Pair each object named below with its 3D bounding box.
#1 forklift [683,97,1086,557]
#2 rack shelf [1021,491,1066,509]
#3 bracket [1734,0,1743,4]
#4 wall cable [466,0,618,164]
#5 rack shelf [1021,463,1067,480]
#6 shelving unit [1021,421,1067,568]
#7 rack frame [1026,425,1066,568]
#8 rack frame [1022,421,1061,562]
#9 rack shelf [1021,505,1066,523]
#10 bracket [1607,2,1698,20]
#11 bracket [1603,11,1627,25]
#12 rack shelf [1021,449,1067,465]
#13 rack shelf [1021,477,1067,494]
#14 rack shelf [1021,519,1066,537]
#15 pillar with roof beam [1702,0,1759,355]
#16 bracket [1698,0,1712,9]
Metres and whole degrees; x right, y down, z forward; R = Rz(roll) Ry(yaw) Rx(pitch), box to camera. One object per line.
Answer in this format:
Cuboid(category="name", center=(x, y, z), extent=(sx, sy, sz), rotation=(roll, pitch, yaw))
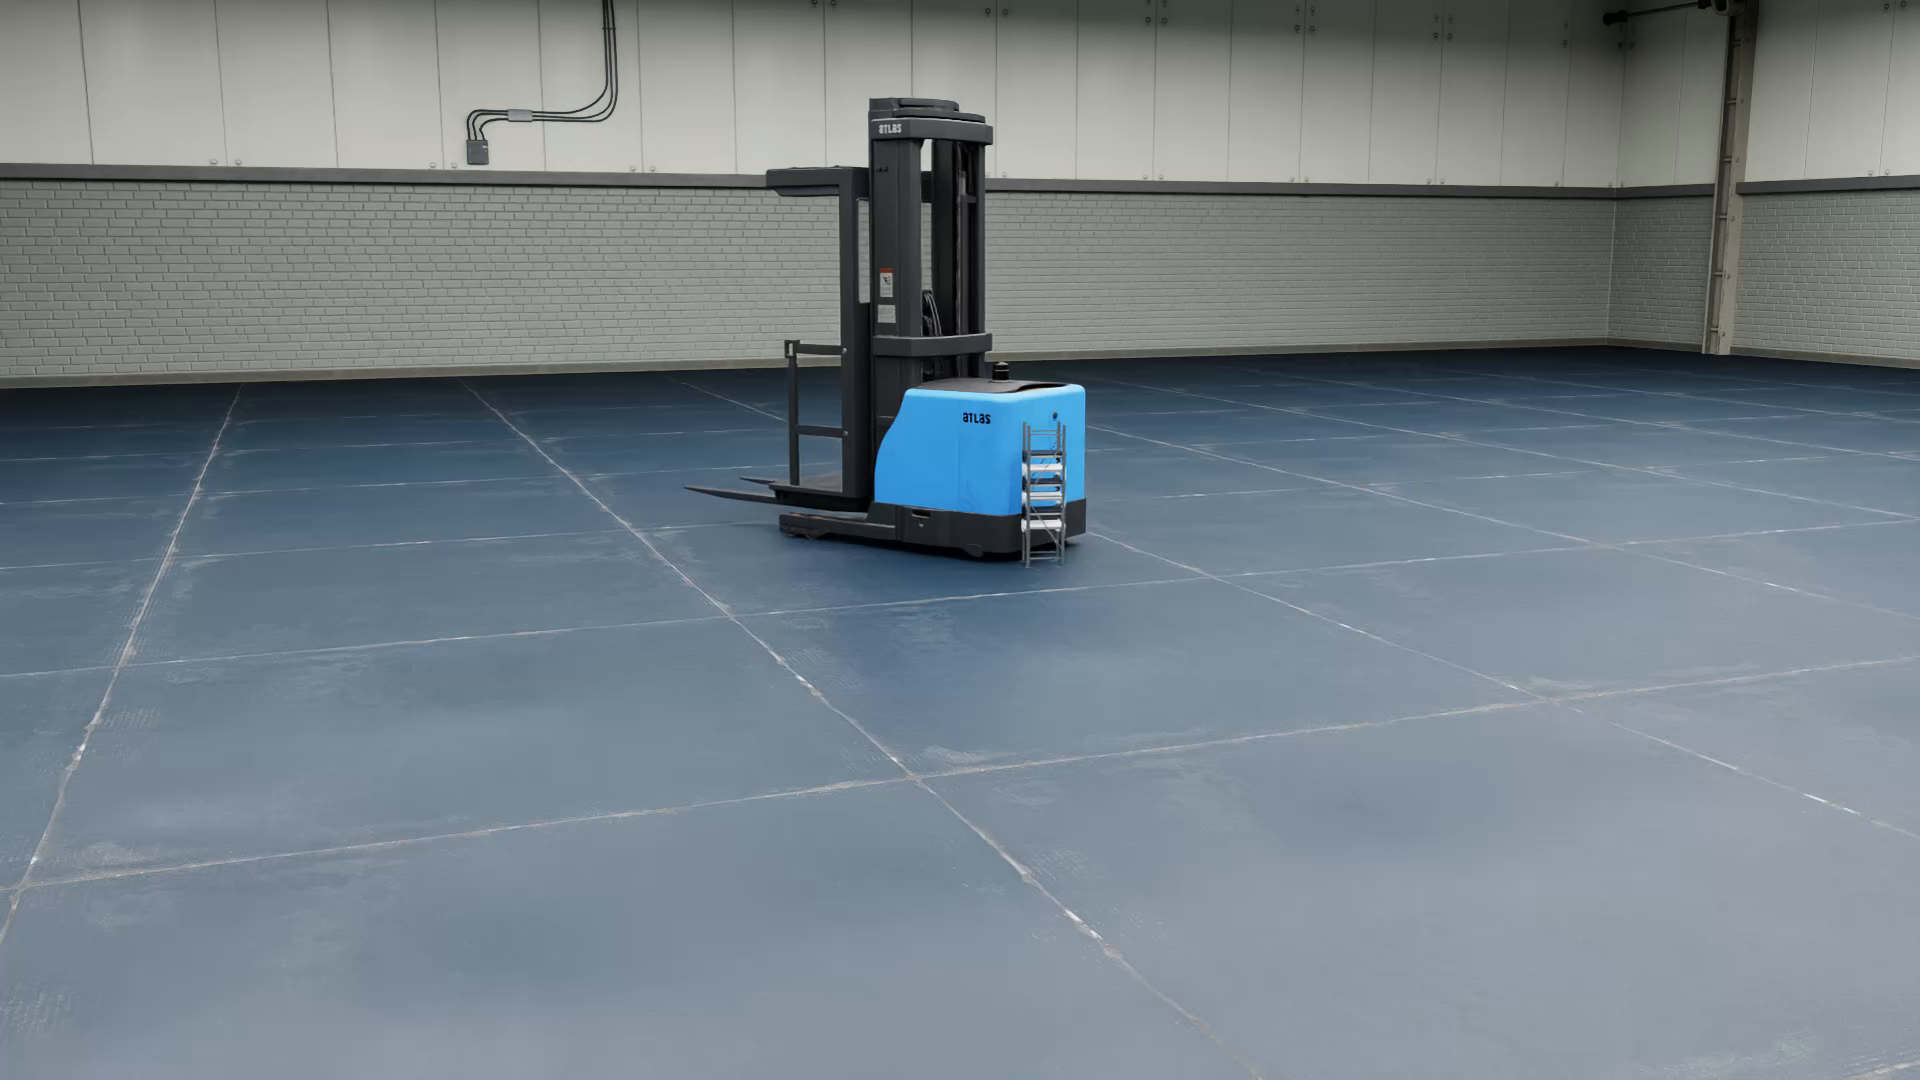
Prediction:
Cuboid(category="forklift", center=(-0.639, -1.511, 11.543), extent=(3.031, 2.935, 1.130), rotation=(7, 12, 35))
Cuboid(category="rack shelf", center=(0.525, -0.253, 10.463), extent=(0.258, 0.077, 0.200), rotation=(-1, 10, -6))
Cuboid(category="bracket", center=(13.807, -9.552, 29.145), extent=(0.235, 0.232, 0.430), rotation=(-4, 11, -21))
Cuboid(category="wall cable", center=(-6.353, -8.710, 24.979), extent=(2.305, 6.003, 0.169), rotation=(-4, 11, -21))
Cuboid(category="rack shelf", center=(0.526, -0.431, 10.431), extent=(0.258, 0.077, 0.200), rotation=(-1, 10, -6))
Cuboid(category="shelving unit", center=(0.526, -0.286, 10.457), extent=(0.258, 0.900, 0.210), rotation=(-1, 10, -6))
Cuboid(category="rack frame", center=(0.536, -0.268, 10.357), extent=(0.240, 0.900, 0.006), rotation=(-1, 10, -6))
Cuboid(category="rack frame", center=(0.516, -0.304, 10.557), extent=(0.240, 0.900, 0.006), rotation=(-1, 10, -6))
Cuboid(category="rack shelf", center=(0.525, -0.165, 10.479), extent=(0.258, 0.077, 0.200), rotation=(-1, 10, -6))
Cuboid(category="bracket", center=(12.861, -9.978, 31.540), extent=(0.076, 0.066, 3.189), rotation=(-4, 11, -21))
Cuboid(category="bracket", center=(12.647, -10.074, 32.082), extent=(0.235, 0.232, 0.430), rotation=(-4, 11, -21))
Cuboid(category="rack shelf", center=(0.526, -0.519, 10.416), extent=(0.258, 0.077, 0.200), rotation=(-1, 10, -6))
Cuboid(category="rack shelf", center=(0.526, -0.342, 10.447), extent=(0.258, 0.077, 0.200), rotation=(-1, 10, -6))
Cuboid(category="rack shelf", center=(0.525, -0.076, 10.494), extent=(0.258, 0.077, 0.200), rotation=(-1, 10, -6))
Cuboid(category="pillar with roof beam", center=(9.975, -7.597, 28.432), extent=(9.100, 9.000, 0.548), rotation=(-4, 11, -21))
Cuboid(category="bracket", center=(13.506, -9.687, 29.907), extent=(0.235, 0.232, 0.430), rotation=(-4, 11, -21))
